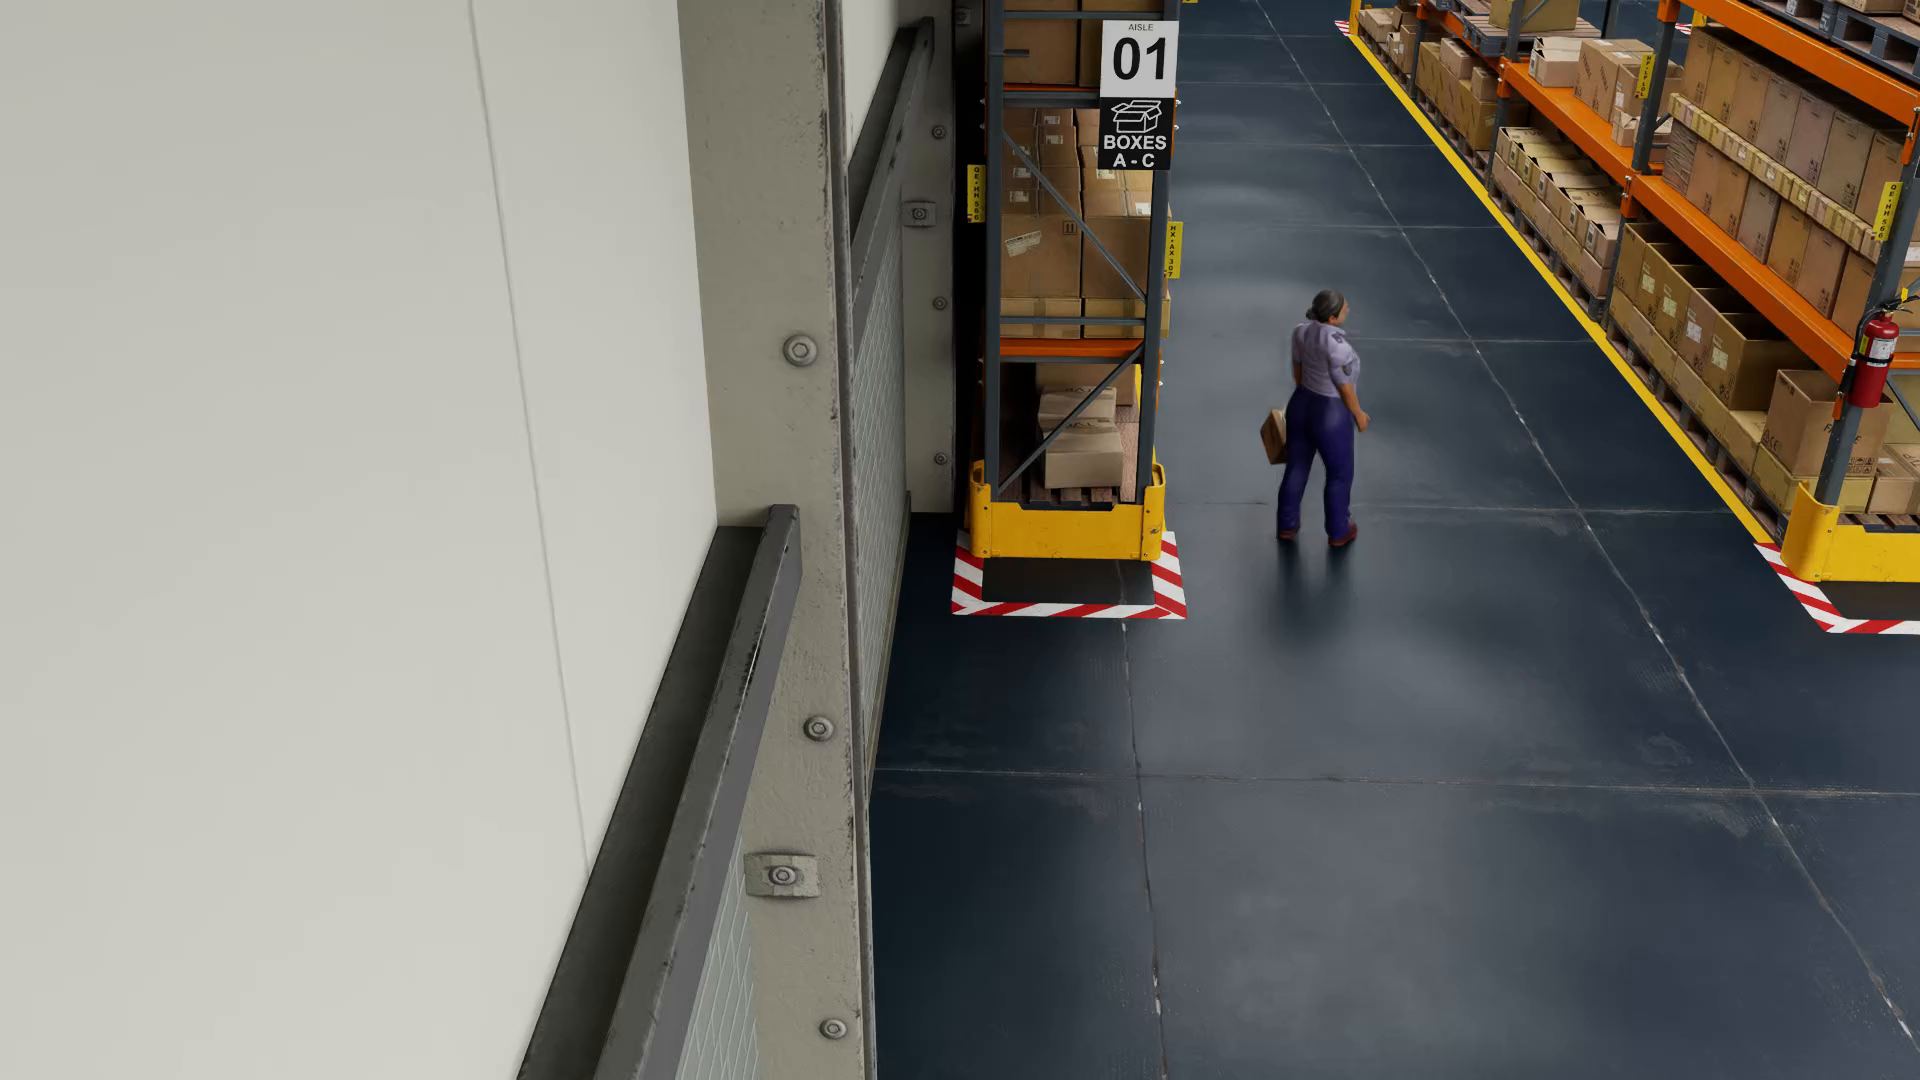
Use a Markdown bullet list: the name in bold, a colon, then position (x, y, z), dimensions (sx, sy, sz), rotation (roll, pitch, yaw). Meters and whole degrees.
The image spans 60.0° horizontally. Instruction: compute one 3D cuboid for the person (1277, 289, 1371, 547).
- **person**: position (2.211, -0.753, 10.012), dimensions (0.505, 1.652, 0.493), rotation (-18, 33, -31)
